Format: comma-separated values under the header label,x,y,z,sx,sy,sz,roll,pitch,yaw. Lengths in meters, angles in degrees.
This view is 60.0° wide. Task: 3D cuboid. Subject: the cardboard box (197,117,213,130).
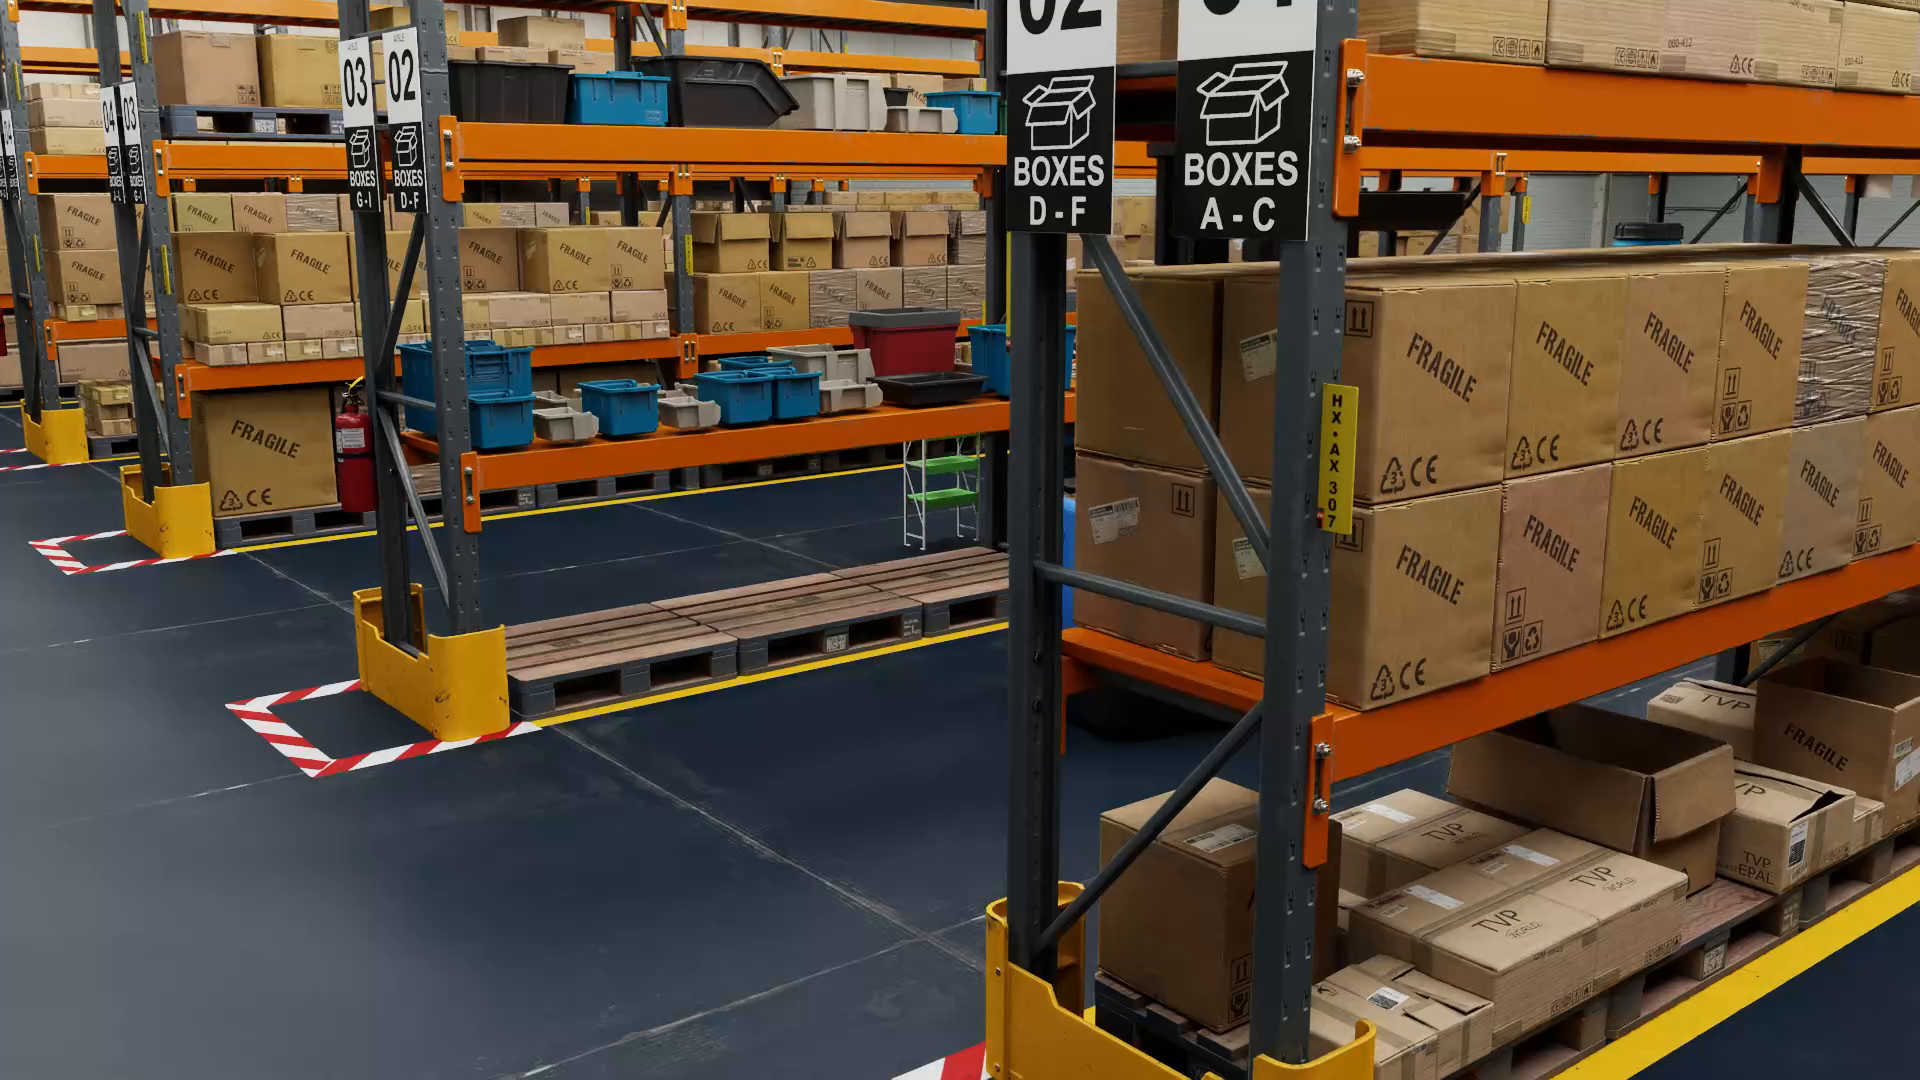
label,x,y,z,sx,sy,sz,roll,pitch,yaw
cardboard box,-7.402,-4.052,15.927,0.500,0.250,0.500,-9,15,-37

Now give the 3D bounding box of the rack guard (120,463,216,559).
label,x,y,z,sx,sy,sz,roll,pitch,yaw
rack guard,-5.716,-0.224,11.980,0.348,0.500,1.175,-9,15,-38

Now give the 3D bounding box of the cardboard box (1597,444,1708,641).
label,x,y,z,sx,sy,sz,roll,pitch,yaw
cardboard box,1.793,-0.039,4.849,0.500,0.500,0.500,-9,15,-38

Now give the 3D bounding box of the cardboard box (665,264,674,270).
label,x,y,z,sx,sy,sz,roll,pitch,yaw
cardboard box,-3.369,-3.117,19.181,0.250,0.149,0.380,-10,16,-40

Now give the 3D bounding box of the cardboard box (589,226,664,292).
label,x,y,z,sx,sy,sz,roll,pitch,yaw
cardboard box,-2.765,-2.305,13.601,0.500,0.500,0.500,-9,15,-36

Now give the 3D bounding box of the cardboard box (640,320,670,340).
label,x,y,z,sx,sy,sz,roll,pitch,yaw
cardboard box,-2.607,-1.753,13.769,0.250,0.149,0.380,-9,15,-37

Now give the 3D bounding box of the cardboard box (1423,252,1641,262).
label,x,y,z,sx,sy,sz,roll,pitch,yaw
cardboard box,1.862,-0.683,5.477,0.500,0.500,0.500,-9,15,-36

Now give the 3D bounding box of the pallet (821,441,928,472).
label,x,y,z,sx,sy,sz,roll,pitch,yaw
pallet,-1.065,-0.876,15.748,1.213,0.211,1.003,-9,15,-38

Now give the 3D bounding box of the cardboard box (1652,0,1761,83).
label,x,y,z,sx,sy,sz,roll,pitch,yaw
cardboard box,1.837,-1.390,4.592,0.500,0.250,0.500,-9,15,-38

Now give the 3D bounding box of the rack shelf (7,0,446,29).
label,x,y,z,sx,sy,sz,roll,pitch,yaw
rack shelf,-7.155,-5.108,16.259,4.000,0.370,1.077,-9,15,-38

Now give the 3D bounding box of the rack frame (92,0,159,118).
label,x,y,z,sx,sy,sz,roll,pitch,yaw
rack frame,-5.697,-4.384,11.112,0.127,3.000,1.000,-9,15,-38

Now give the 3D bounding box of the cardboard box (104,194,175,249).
label,x,y,z,sx,sy,sz,roll,pitch,yaw
cardboard box,-7.810,-3.033,15.825,0.500,0.500,0.500,-9,15,-36

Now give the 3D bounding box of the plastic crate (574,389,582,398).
label,x,y,z,sx,sy,sz,roll,pitch,yaw
plastic crate,-1.844,-0.717,8.776,0.243,0.136,0.396,-9,15,-38

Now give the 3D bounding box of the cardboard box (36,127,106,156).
label,x,y,z,sx,sy,sz,roll,pitch,yaw
cardboard box,-8.206,-3.678,15.368,0.500,0.250,0.500,-9,15,-36

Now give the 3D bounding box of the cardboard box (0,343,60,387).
label,x,y,z,sx,sy,sz,roll,pitch,yaw
cardboard box,-11.435,-2.111,20.007,0.875,0.438,0.875,-10,16,-40

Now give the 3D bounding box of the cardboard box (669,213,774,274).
label,x,y,z,sx,sy,sz,roll,pitch,yaw
cardboard box,-2.080,-2.593,14.461,0.637,0.503,0.797,-10,16,-39

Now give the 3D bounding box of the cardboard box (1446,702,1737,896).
label,x,y,z,sx,sy,sz,roll,pitch,yaw
cardboard box,2.148,0.889,5.672,0.637,0.503,0.797,-9,15,-38

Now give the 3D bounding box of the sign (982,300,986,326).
label,x,y,z,sx,sy,sz,roll,pitch,yaw
sign,0.179,-1.390,10.789,0.005,0.325,0.100,-9,15,-38

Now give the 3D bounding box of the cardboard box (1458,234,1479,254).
label,x,y,z,sx,sy,sz,roll,pitch,yaw
cardboard box,6.035,-3.569,20.759,0.500,0.500,0.875,-9,15,-38

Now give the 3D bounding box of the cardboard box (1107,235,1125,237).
label,x,y,z,sx,sy,sz,roll,pitch,yaw
cardboard box,1.845,-4.074,23.731,0.550,0.550,0.875,-9,15,-38

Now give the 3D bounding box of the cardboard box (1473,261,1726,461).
label,x,y,z,sx,sy,sz,roll,pitch,yaw
cardboard box,1.797,-0.529,4.749,0.500,0.500,0.500,-9,15,-37

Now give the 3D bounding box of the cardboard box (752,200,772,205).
label,x,y,z,sx,sy,sz,roll,pitch,yaw
cardboard box,-3.106,-5.328,26.468,0.250,0.149,0.380,-10,15,-38

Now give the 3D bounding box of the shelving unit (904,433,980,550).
label,x,y,z,sx,sy,sz,roll,pitch,yaw
shelving unit,-0.129,-0.565,11.903,0.503,1.200,0.258,-9,15,-38

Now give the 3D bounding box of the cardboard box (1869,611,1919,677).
label,x,y,z,sx,sy,sz,roll,pitch,yaw
cardboard box,4.142,0.623,6.934,0.500,0.500,0.500,-10,16,-40

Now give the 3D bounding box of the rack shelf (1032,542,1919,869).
label,x,y,z,sx,sy,sz,roll,pitch,yaw
rack shelf,2.051,0.250,5.463,4.000,0.370,1.077,-9,15,-38

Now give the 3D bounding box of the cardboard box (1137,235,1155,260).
label,x,y,z,sx,sy,sz,roll,pitch,yaw
cardboard box,2.378,-3.023,17.884,0.637,0.503,0.797,-8,14,-32

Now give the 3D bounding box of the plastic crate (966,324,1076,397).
label,x,y,z,sx,sy,sz,roll,pitch,yaw
plastic crate,0.369,-1.071,9.846,0.575,0.384,0.392,-9,15,-38

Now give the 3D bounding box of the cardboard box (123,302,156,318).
label,x,y,z,sx,sy,sz,roll,pitch,yaw
cardboard box,-7.842,-2.199,15.870,0.250,0.149,0.380,-10,16,-39

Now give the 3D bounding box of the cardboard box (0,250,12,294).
label,x,y,z,sx,sy,sz,roll,pitch,yaw
cardboard box,-11.333,-3.122,19.368,0.500,0.500,0.500,-10,15,-38

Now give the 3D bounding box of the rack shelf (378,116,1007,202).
label,x,y,z,sx,sy,sz,roll,pitch,yaw
rack shelf,-1.041,-2.021,8.937,4.000,0.370,1.077,-9,15,-38

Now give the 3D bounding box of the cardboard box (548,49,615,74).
label,x,y,z,sx,sy,sz,roll,pitch,yaw
cardboard box,-3.147,-3.628,13.279,0.500,0.500,0.700,-11,16,-41

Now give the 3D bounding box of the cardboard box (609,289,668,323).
label,x,y,z,sx,sy,sz,roll,pitch,yaw
cardboard box,-2.754,-1.941,13.694,0.500,0.250,0.500,-10,15,-39

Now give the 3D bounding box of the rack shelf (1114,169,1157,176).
label,x,y,z,sx,sy,sz,roll,pitch,yaw
rack shelf,2.112,-3.863,17.609,4.000,0.370,1.077,-9,15,-38

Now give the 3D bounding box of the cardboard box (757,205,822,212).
label,x,y,z,sx,sy,sz,roll,pitch,yaw
cardboard box,-2.113,-3.900,20.626,0.500,0.500,0.700,-10,15,-38

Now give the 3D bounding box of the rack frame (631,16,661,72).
label,x,y,z,sx,sy,sz,roll,pitch,yaw
rack frame,-5.621,-8.353,29.804,0.127,3.000,1.000,-9,15,-38

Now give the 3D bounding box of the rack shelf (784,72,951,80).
label,x,y,z,sx,sy,sz,roll,pitch,yaw
rack shelf,-0.956,-7.455,27.312,4.000,0.370,1.077,-9,15,-38

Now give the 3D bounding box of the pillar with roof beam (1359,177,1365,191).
label,x,y,z,sx,sy,sz,roll,pitch,yaw
pillar with roof beam,13.140,-10.566,40.222,0.548,9.000,9.100,-9,15,-38

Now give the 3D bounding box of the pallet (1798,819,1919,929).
label,x,y,z,sx,sy,sz,roll,pitch,yaw
pallet,3.075,1.091,6.481,1.213,0.211,1.003,-9,15,-38

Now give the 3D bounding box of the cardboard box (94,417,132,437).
label,x,y,z,sx,sy,sz,roll,pitch,yaw
cardboard box,-8.107,-1.094,15.913,0.250,0.149,0.380,-9,15,-37

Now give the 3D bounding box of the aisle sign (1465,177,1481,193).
label,x,y,z,sx,sy,sz,roll,pitch,yaw
aisle sign,6.658,-4.854,21.509,0.004,0.787,0.394,-9,15,-38

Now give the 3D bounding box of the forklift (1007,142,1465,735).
label,x,y,z,sx,sy,sz,roll,pitch,yaw
forklift,1.791,-0.719,8.458,3.031,2.935,1.130,-6,13,-26

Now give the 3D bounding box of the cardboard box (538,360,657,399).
label,x,y,z,sx,sy,sz,roll,pitch,yaw
cardboard box,-3.139,-1.062,14.014,0.875,0.875,0.875,-9,15,-38

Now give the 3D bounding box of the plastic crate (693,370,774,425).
label,x,y,z,sx,sy,sz,roll,pitch,yaw
plastic crate,-1.176,-0.743,8.667,0.300,0.233,0.416,-9,15,-38

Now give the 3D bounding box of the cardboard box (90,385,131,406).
label,x,y,z,sx,sy,sz,roll,pitch,yaw
cardboard box,-8.095,-1.382,15.837,0.250,0.149,0.380,-10,16,-40

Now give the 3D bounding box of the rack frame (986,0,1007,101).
label,x,y,z,sx,sy,sz,roll,pitch,yaw
rack frame,0.521,-4.100,9.773,0.127,3.000,1.000,-9,15,-38

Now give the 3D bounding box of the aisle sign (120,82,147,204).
label,x,y,z,sx,sy,sz,roll,pitch,yaw
aisle sign,-5.566,-2.663,11.192,0.004,0.787,0.394,-9,15,-38

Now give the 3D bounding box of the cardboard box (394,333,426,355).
label,x,y,z,sx,sy,sz,roll,pitch,yaw
cardboard box,-4.211,-1.487,12.514,0.250,0.149,0.380,-10,15,-38

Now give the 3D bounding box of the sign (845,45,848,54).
label,x,y,z,sx,sy,sz,roll,pitch,yaw
sign,-2.170,-9.278,31.719,0.005,0.325,0.100,-9,15,-38

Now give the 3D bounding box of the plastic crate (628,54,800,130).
label,x,y,z,sx,sy,sz,roll,pitch,yaw
plastic crate,-1.238,-2.237,8.370,0.767,0.338,0.504,-9,15,-38

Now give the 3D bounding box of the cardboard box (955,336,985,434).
label,x,y,z,sx,sy,sz,roll,pitch,yaw
cardboard box,-0.002,-1.568,16.395,0.875,0.875,1.225,-10,16,-40
